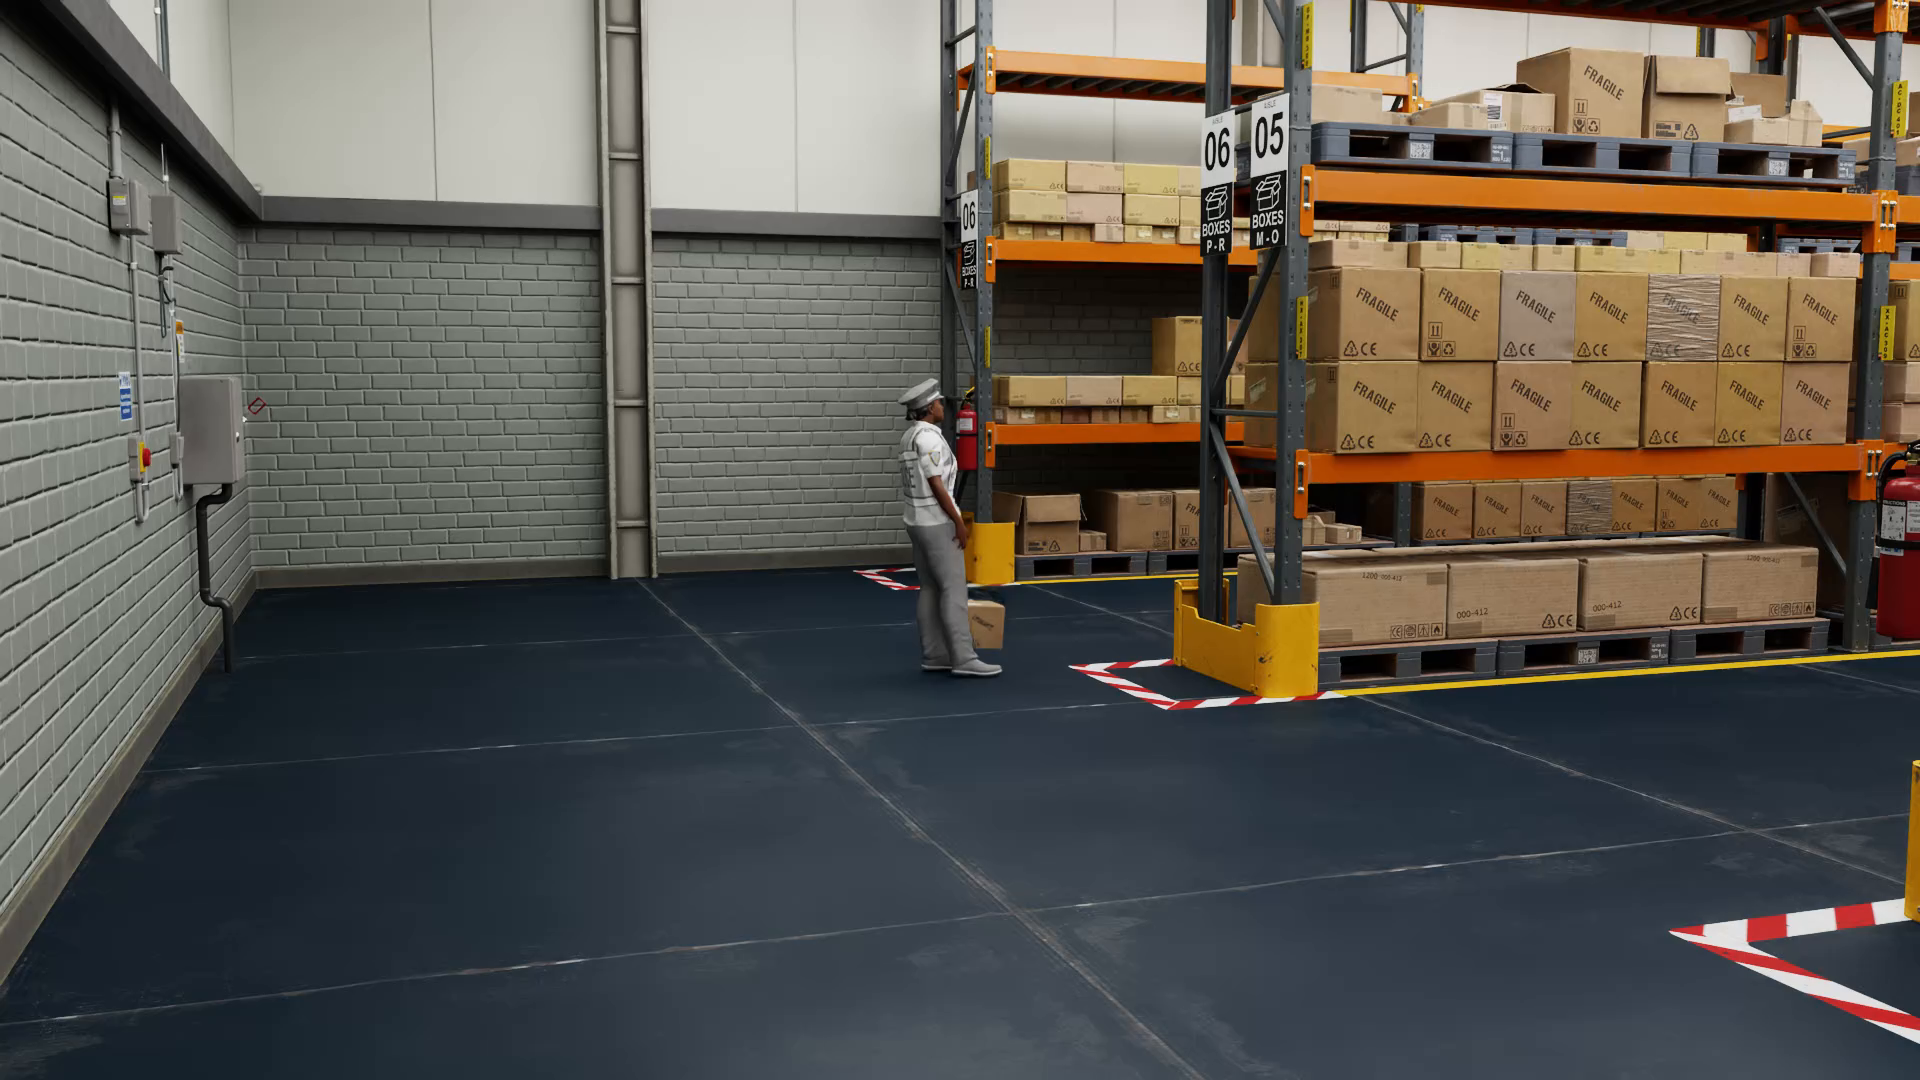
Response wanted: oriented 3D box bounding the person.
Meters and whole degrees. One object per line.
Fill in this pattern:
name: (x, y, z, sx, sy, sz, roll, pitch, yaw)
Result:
person: (-0.080, -0.083, 9.612, 0.530, 1.697, 0.558, -2, 6, -19)
